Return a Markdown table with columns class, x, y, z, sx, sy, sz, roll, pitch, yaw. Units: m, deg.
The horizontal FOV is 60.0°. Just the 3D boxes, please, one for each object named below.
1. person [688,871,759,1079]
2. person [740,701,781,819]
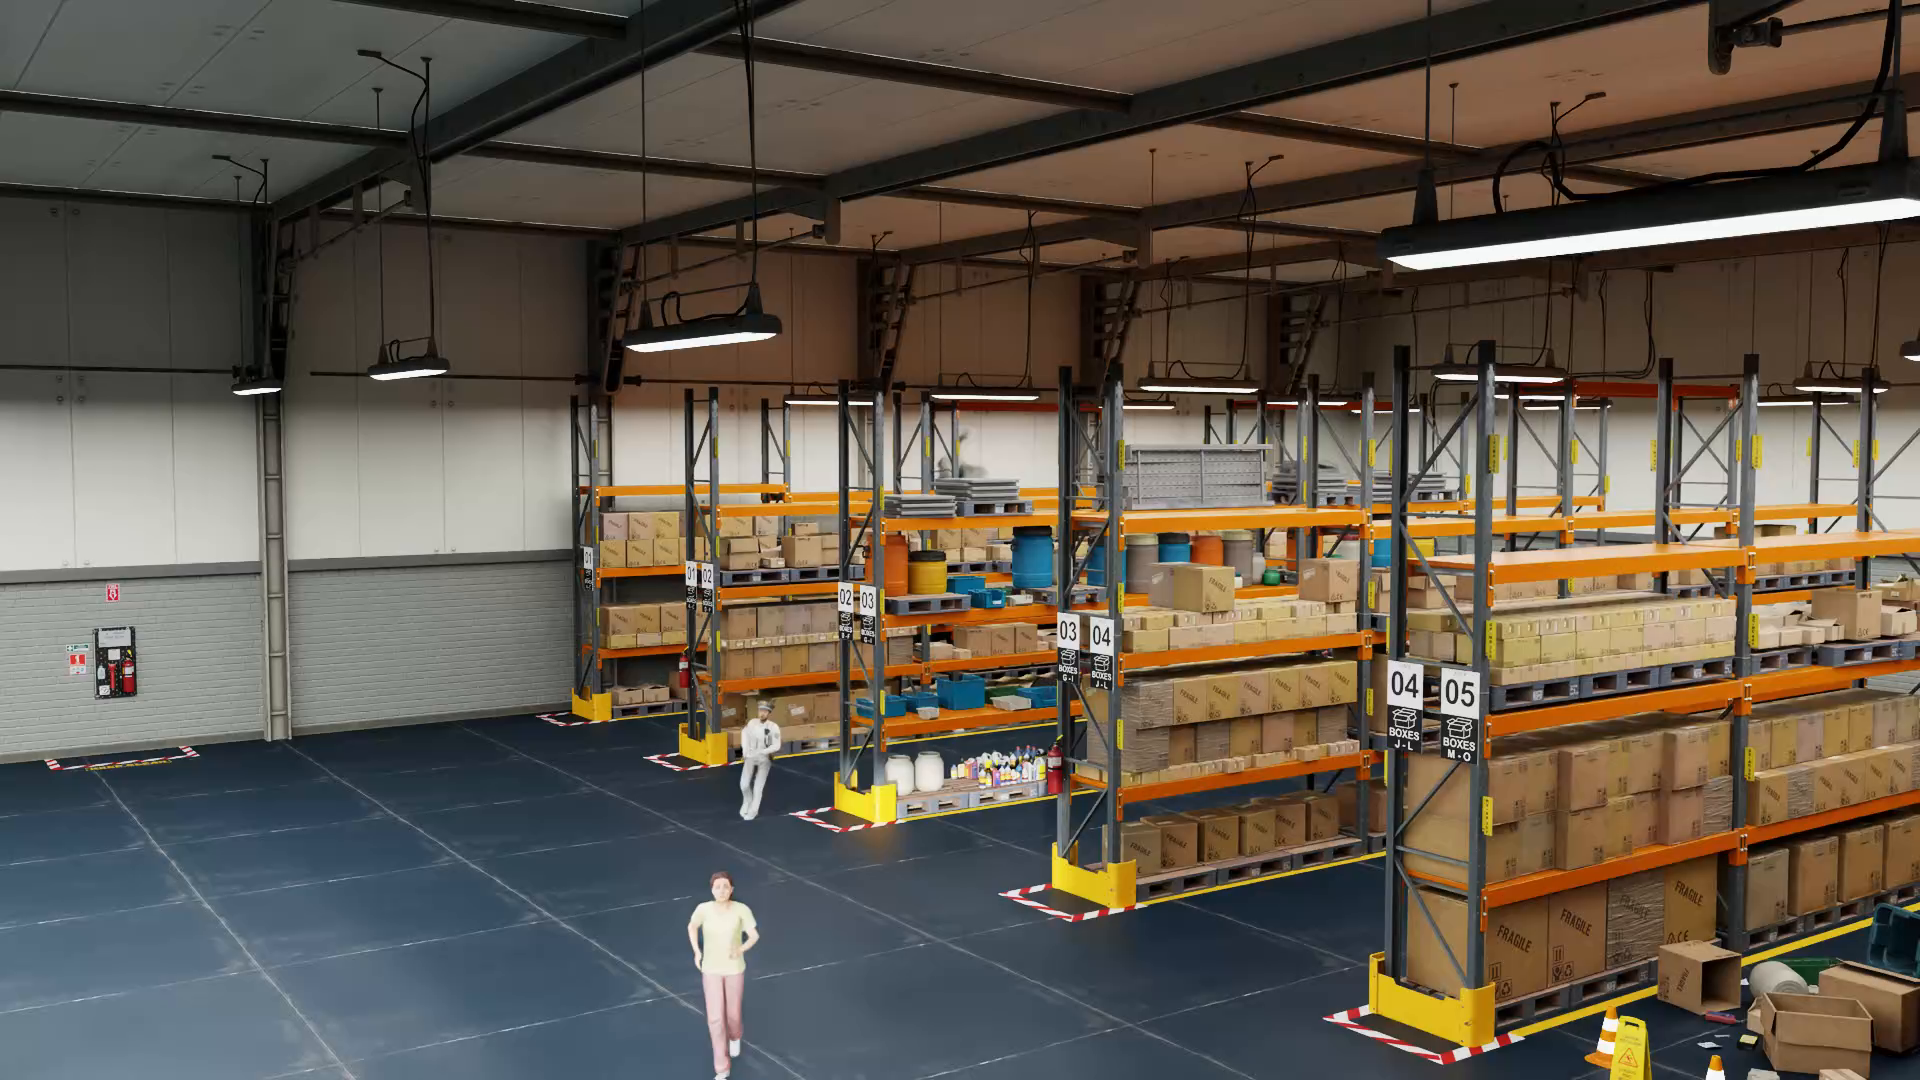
| class | x | y | z | sx | sy | sz | roll | pitch | yaw |
| --- | --- | --- | --- | --- | --- | --- | --- | --- | --- |
| person | -1.925 | 3.515 | 13.528 | 0.582 | 1.672 | 0.807 | 0 | 3 | -5 |
| person | -2.711 | 2.988 | 22.534 | 0.604 | 1.656 | 0.564 | 0 | 3 | 8 |
